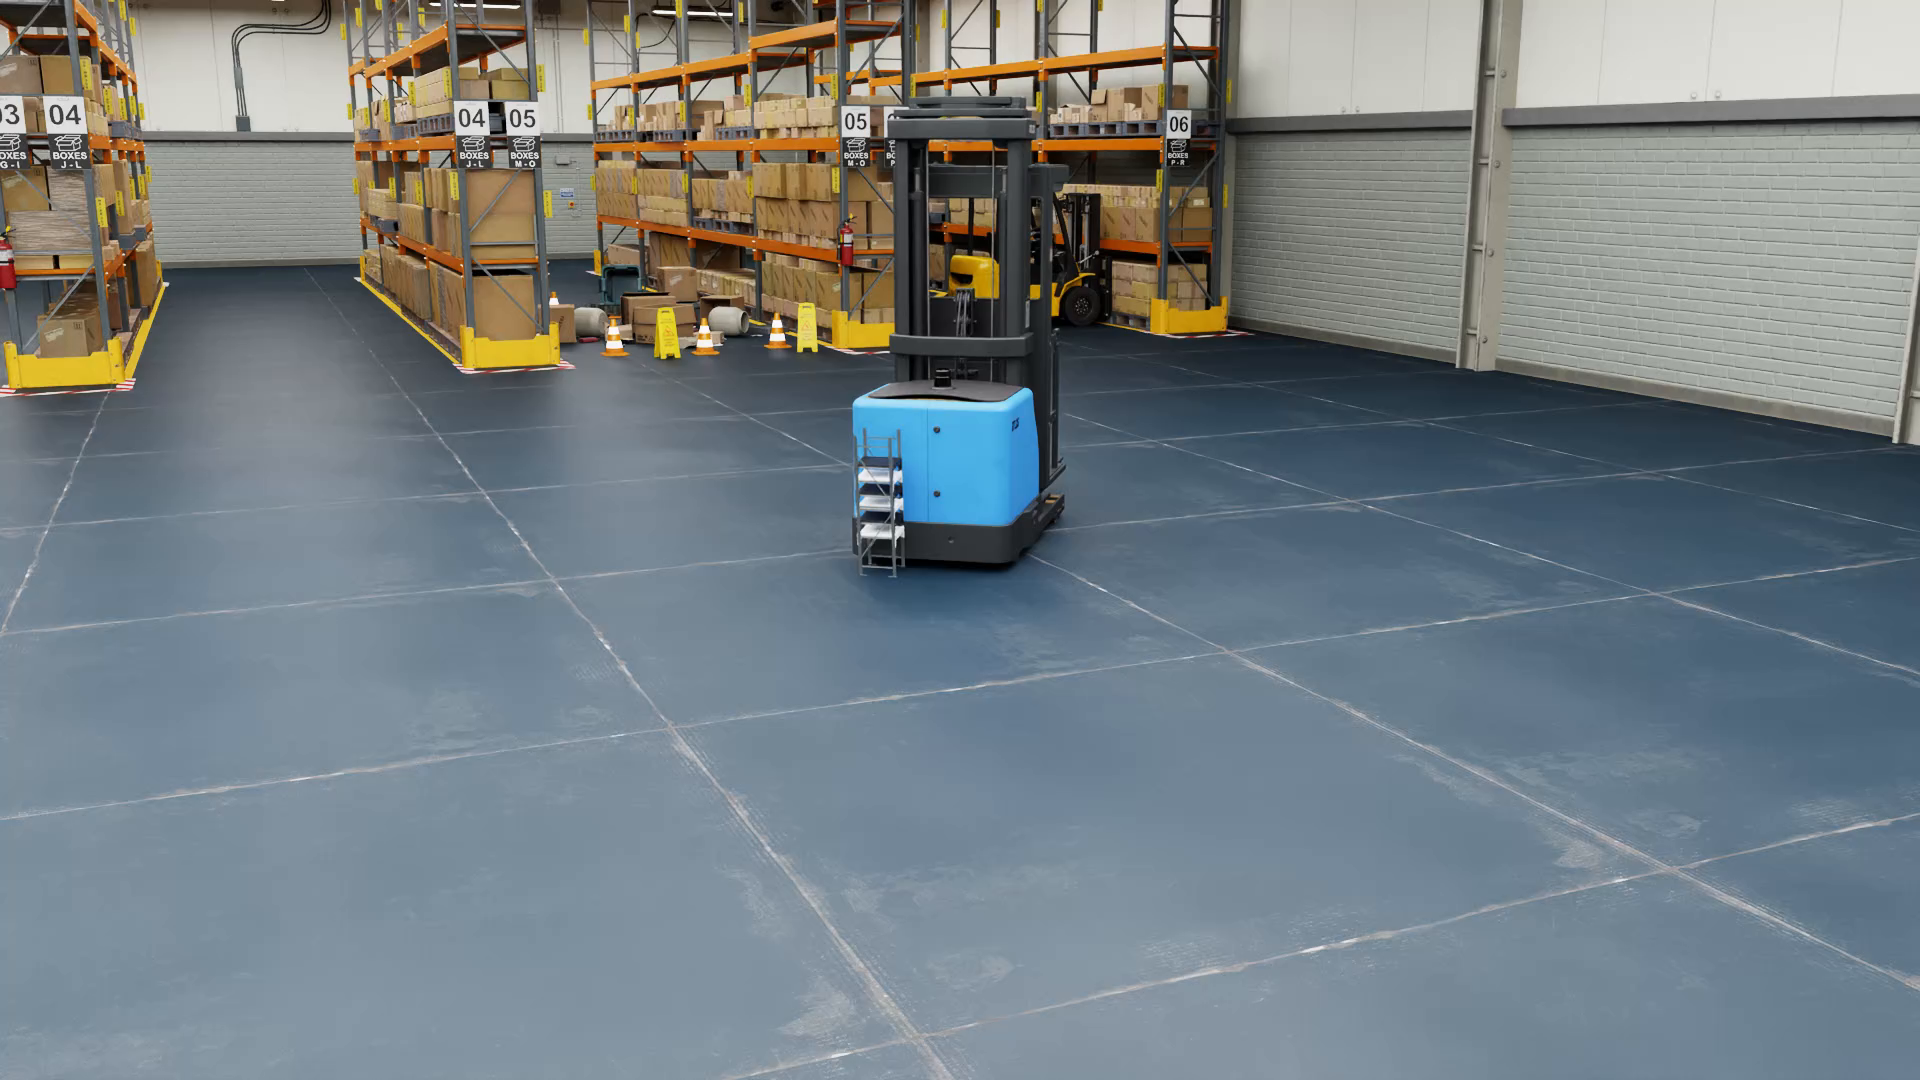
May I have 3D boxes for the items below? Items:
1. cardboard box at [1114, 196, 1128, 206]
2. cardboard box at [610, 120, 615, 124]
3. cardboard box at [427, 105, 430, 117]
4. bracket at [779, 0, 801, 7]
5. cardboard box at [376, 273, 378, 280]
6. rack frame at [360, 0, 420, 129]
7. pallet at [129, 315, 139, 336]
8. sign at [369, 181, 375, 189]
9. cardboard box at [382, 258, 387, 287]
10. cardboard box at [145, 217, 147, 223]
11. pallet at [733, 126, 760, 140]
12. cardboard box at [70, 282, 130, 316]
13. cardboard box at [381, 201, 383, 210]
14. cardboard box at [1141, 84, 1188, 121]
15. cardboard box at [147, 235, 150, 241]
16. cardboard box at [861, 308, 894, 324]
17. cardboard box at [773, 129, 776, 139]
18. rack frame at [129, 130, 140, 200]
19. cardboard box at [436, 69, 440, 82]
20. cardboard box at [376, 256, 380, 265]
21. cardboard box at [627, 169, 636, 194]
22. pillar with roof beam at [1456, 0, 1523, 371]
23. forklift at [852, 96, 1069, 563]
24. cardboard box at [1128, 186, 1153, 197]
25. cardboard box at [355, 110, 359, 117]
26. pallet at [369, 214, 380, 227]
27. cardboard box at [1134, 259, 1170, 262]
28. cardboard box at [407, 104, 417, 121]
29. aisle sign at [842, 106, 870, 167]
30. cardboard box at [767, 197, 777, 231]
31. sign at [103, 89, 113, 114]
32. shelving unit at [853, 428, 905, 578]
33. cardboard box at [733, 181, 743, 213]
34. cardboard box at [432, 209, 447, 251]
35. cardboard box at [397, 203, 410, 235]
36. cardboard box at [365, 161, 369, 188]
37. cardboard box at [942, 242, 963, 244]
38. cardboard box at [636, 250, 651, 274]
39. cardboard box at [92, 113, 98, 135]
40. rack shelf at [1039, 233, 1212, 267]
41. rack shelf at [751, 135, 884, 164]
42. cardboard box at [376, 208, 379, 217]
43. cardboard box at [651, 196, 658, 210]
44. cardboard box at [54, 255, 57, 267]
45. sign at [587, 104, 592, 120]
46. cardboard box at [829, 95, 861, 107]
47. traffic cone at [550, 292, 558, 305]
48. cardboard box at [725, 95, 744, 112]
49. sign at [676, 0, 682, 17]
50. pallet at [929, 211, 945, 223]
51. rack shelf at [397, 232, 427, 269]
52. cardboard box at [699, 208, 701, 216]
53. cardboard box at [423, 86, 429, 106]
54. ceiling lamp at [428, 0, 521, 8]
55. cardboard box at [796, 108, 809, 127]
[{"bbox_3d":[2.592,-5.207,25.557,0.380,0.149,0.250,-6,14,-25],"label":"cardboard box"},{"bbox_3d":[-7.289,-8.997,36.119,0.500,0.250,0.500,-7,15,-28],"label":"cardboard box"},{"bbox_3d":[-6.893,-5.717,22.169,0.380,0.149,0.250,-6,14,-23],"label":"cardboard box"},{"bbox_3d":[-4.870,-13.835,43.208,0.076,0.066,5.218,-6,14,-23],"label":"bracket"},{"bbox_3d":[-11.106,-5.122,32.239,0.380,0.149,0.250,-6,14,-25],"label":"cardboard box"},{"bbox_3d":[-10.444,-9.069,30.596,1.000,3.000,0.127,-6,14,-23],"label":"rack frame"},{"bbox_3d":[-12.630,-3.121,24.386,1.003,0.211,1.213,-6,14,-23],"label":"pallet"},{"bbox_3d":[-10.938,-6.517,30.957,0.100,0.325,0.005,-6,14,-23],"label":"sign"},{"bbox_3d":[-10.391,-4.956,30.744,0.500,0.500,0.500,-5,14,-21],"label":"cardboard box"},{"bbox_3d":[-15.161,-5.851,30.553,0.380,0.149,0.250,-6,14,-25],"label":"cardboard box"},{"bbox_3d":[-2.894,-6.468,26.429,1.213,0.211,1.003,-6,14,-23],"label":"pallet"},{"bbox_3d":[-12.673,-3.523,24.505,0.700,0.500,0.500,-4,14,-18],"label":"cardboard box"},{"bbox_3d":[-9.673,-5.717,28.384,0.380,0.149,0.250,-5,14,-22],"label":"cardboard box"},{"bbox_3d":[3.004,-6.417,24.415,0.500,0.500,0.500,-5,14,-21],"label":"cardboard box"},{"bbox_3d":[-15.581,-5.218,31.043,0.875,0.875,0.875,-6,14,-23],"label":"cardboard box"},{"bbox_3d":[-1.212,-3.191,23.674,0.500,0.250,0.500,-6,14,-23],"label":"cardboard box"},{"bbox_3d":[-2.590,-6.113,25.036,0.380,0.149,0.250,-6,14,-23],"label":"cardboard box"},{"bbox_3d":[-15.029,-5.719,29.427,1.000,3.000,0.127,-6,14,-23],"label":"rack frame"},{"bbox_3d":[-6.390,-5.845,20.954,0.380,0.149,0.250,-5,14,-22],"label":"cardboard box"},{"bbox_3d":[-11.070,-5.402,32.128,0.380,0.149,0.250,-6,14,-23],"label":"cardboard box"},{"bbox_3d":[-6.391,-7.222,33.484,0.500,0.500,0.500,-6,14,-23],"label":"cardboard box"},{"bbox_3d":[2.410,-6.103,17.784,9.100,9.000,0.400,-6,14,-23],"label":"pillar with roof beam"},{"bbox_3d":[0.144,-1.566,11.634,1.130,2.935,3.031,3,13,13],"label":"forklift"},{"bbox_3d":[2.779,-5.306,25.325,0.380,0.149,0.250,-6,14,-23],"label":"cardboard box"},{"bbox_3d":[-11.901,-8.544,33.320,0.380,0.149,0.250,-5,14,-22],"label":"cardboard box"},{"bbox_3d":[-10.271,-5.882,30.556,1.003,0.211,1.213,-6,14,-23],"label":"pallet"},{"bbox_3d":[2.991,-4.260,26.071,0.500,0.250,0.500,-6,14,-23],"label":"cardboard box"},{"bbox_3d":[-7.936,-6.370,24.768,0.500,0.250,0.500,-6,14,-23],"label":"cardboard box"},{"bbox_3d":[-1.383,-5.362,22.121,0.394,0.787,0.004,-6,14,-23],"label":"aisle sign"},{"bbox_3d":[-2.601,-4.937,25.168,0.500,0.500,0.500,-6,14,-23],"label":"cardboard box"},{"bbox_3d":[-11.331,-5.830,22.108,0.100,0.325,0.005,-6,14,-23],"label":"sign"},{"bbox_3d":[-0.499,-0.232,10.339,0.258,0.900,0.210,3,19,13],"label":"shelving unit"},{"bbox_3d":[-3.340,-5.537,26.826,0.500,0.500,0.500,-6,14,-23],"label":"cardboard box"},{"bbox_3d":[-6.731,-4.257,22.780,0.875,0.550,0.550,-6,14,-23],"label":"cardboard box"},{"bbox_3d":[-8.909,-5.251,27.185,0.500,0.500,0.500,-5,14,-22],"label":"cardboard box"},{"bbox_3d":[-11.092,-7.006,31.889,0.500,0.500,0.500,-6,14,-25],"label":"cardboard box"},{"bbox_3d":[-0.151,-5.891,33.345,0.380,0.149,0.250,-6,14,-24],"label":"cardboard box"},{"bbox_3d":[-6.102,-5.710,34.139,0.875,0.438,0.875,-6,14,-24],"label":"cardboard box"},{"bbox_3d":[-10.586,-4.960,19.827,0.500,0.250,0.500,-6,14,-23],"label":"cardboard box"},{"bbox_3d":[2.603,-4.647,26.390,1.077,0.370,4.000,-6,14,-23],"label":"rack shelf"},{"bbox_3d":[-1.943,-5.659,24.111,1.077,0.370,4.000,-6,14,-23],"label":"rack shelf"},{"bbox_3d":[-10.082,-5.784,29.333,0.380,0.149,0.250,-6,14,-26],"label":"cardboard box"},{"bbox_3d":[-5.619,-6.456,31.837,0.500,0.250,0.500,-5,14,-22],"label":"cardboard box"},{"bbox_3d":[-10.625,-3.209,19.141,0.380,0.149,0.250,-6,14,-23],"label":"cardboard box"},{"bbox_3d":[-8.062,-9.317,36.209,0.100,0.325,0.005,-6,14,-23],"label":"sign"},{"bbox_3d":[-1.548,-5.906,22.370,0.380,0.149,0.250,-5,14,-22],"label":"cardboard box"},{"bbox_3d":[-6.393,-3.671,26.204,0.336,0.463,0.334,-6,14,-23],"label":"traffic cone"},{"bbox_3d":[-3.522,-7.115,27.099,0.500,0.250,0.500,-5,14,-22],"label":"cardboard box"},{"bbox_3d":[-4.854,-9.192,28.705,0.100,0.325,0.005,-6,14,-23],"label":"sign"},{"bbox_3d":[-0.136,-6.277,32.264,1.213,0.211,1.003,-6,14,-23],"label":"pallet"},{"bbox_3d":[-8.041,-4.556,25.998,1.077,0.370,4.000,-6,14,-23],"label":"rack shelf"},{"bbox_3d":[-4.387,-5.786,29.343,0.380,0.149,0.250,-7,15,-26],"label":"cardboard box"},{"bbox_3d":[-6.894,-5.945,22.272,0.500,0.250,0.500,-6,14,-24],"label":"cardboard box"},{"bbox_3d":[-10.848,-13.543,36.981,2.000,3.185,0.800,-6,14,-23],"label":"ceiling lamp"},{"bbox_3d":[-2.007,-5.960,23.490,0.500,0.250,0.500,-5,14,-21],"label":"cardboard box"}]
